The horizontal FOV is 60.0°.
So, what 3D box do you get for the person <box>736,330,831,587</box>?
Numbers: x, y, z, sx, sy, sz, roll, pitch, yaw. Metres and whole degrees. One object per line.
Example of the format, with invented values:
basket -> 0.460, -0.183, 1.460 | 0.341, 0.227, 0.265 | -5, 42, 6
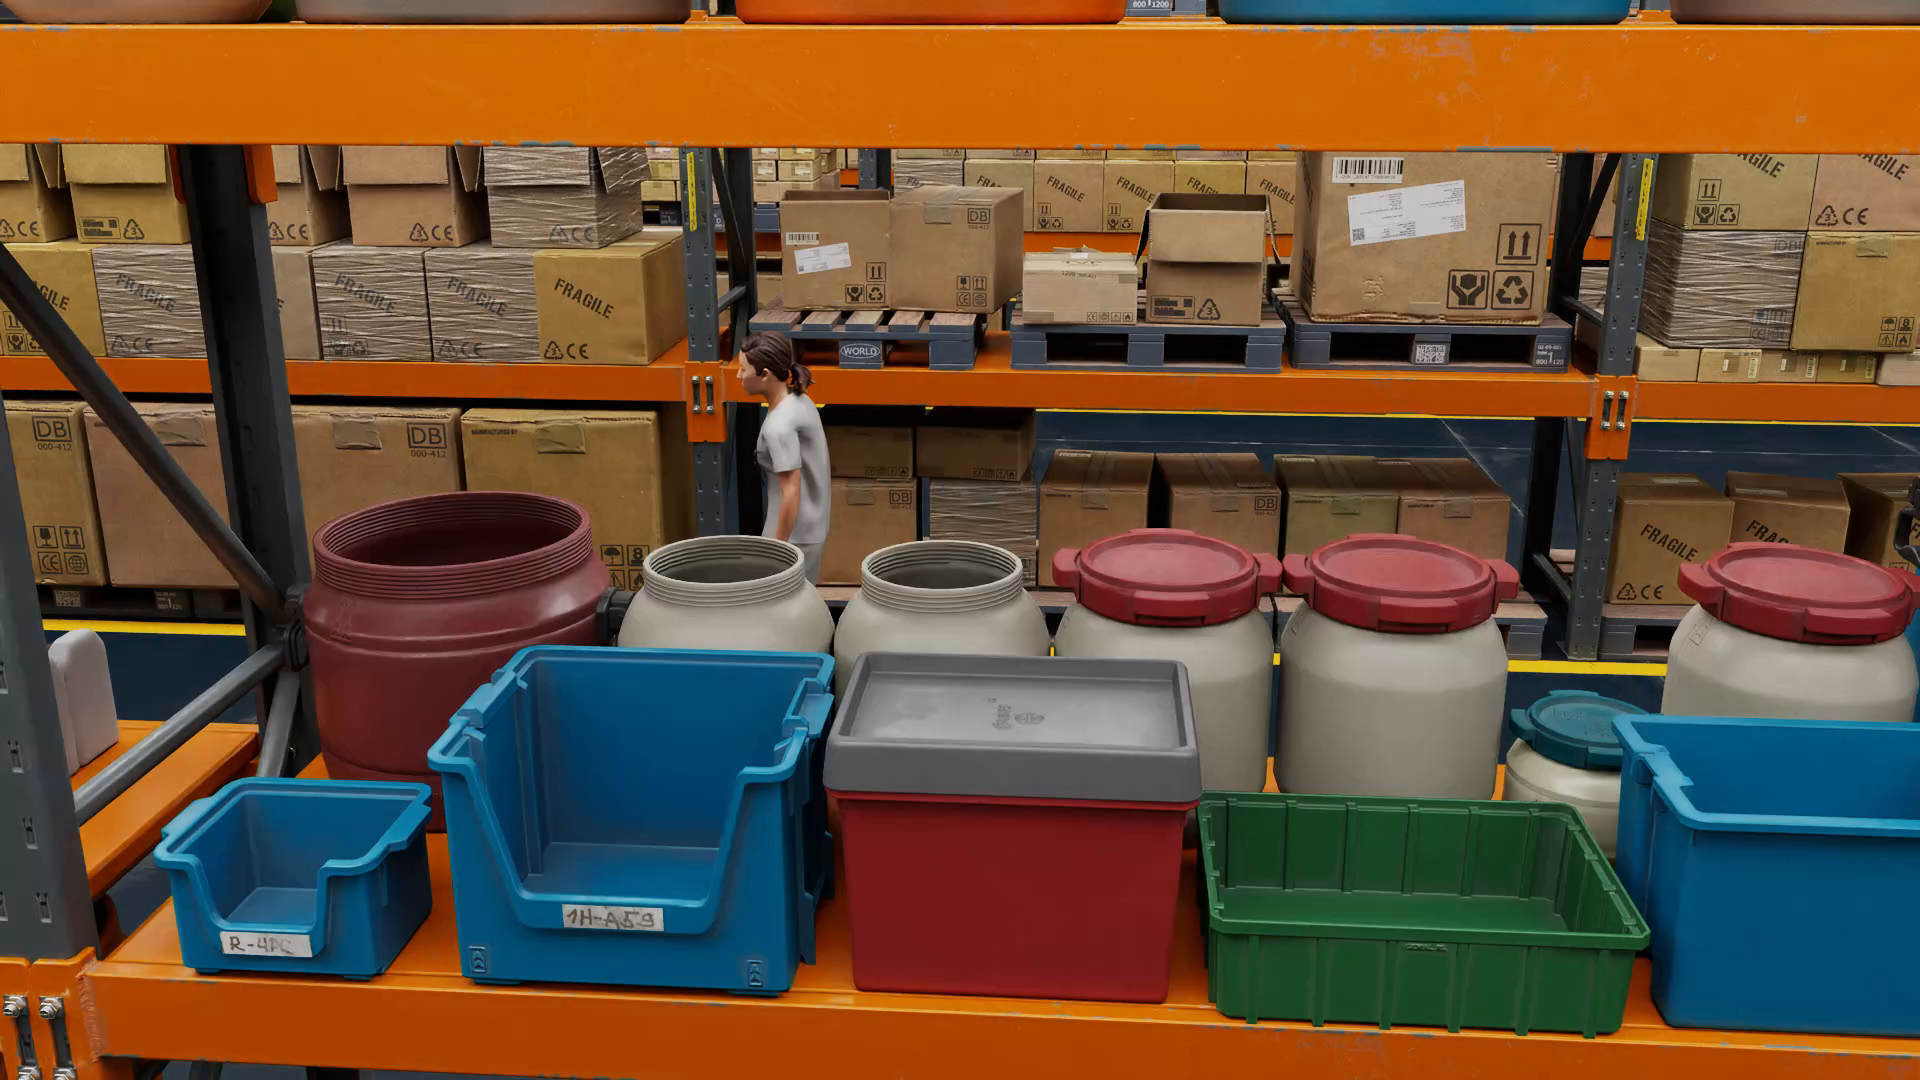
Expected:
person -> -0.718, -0.012, 6.592 | 0.416, 1.671, 0.505 | 0, 18, 1
